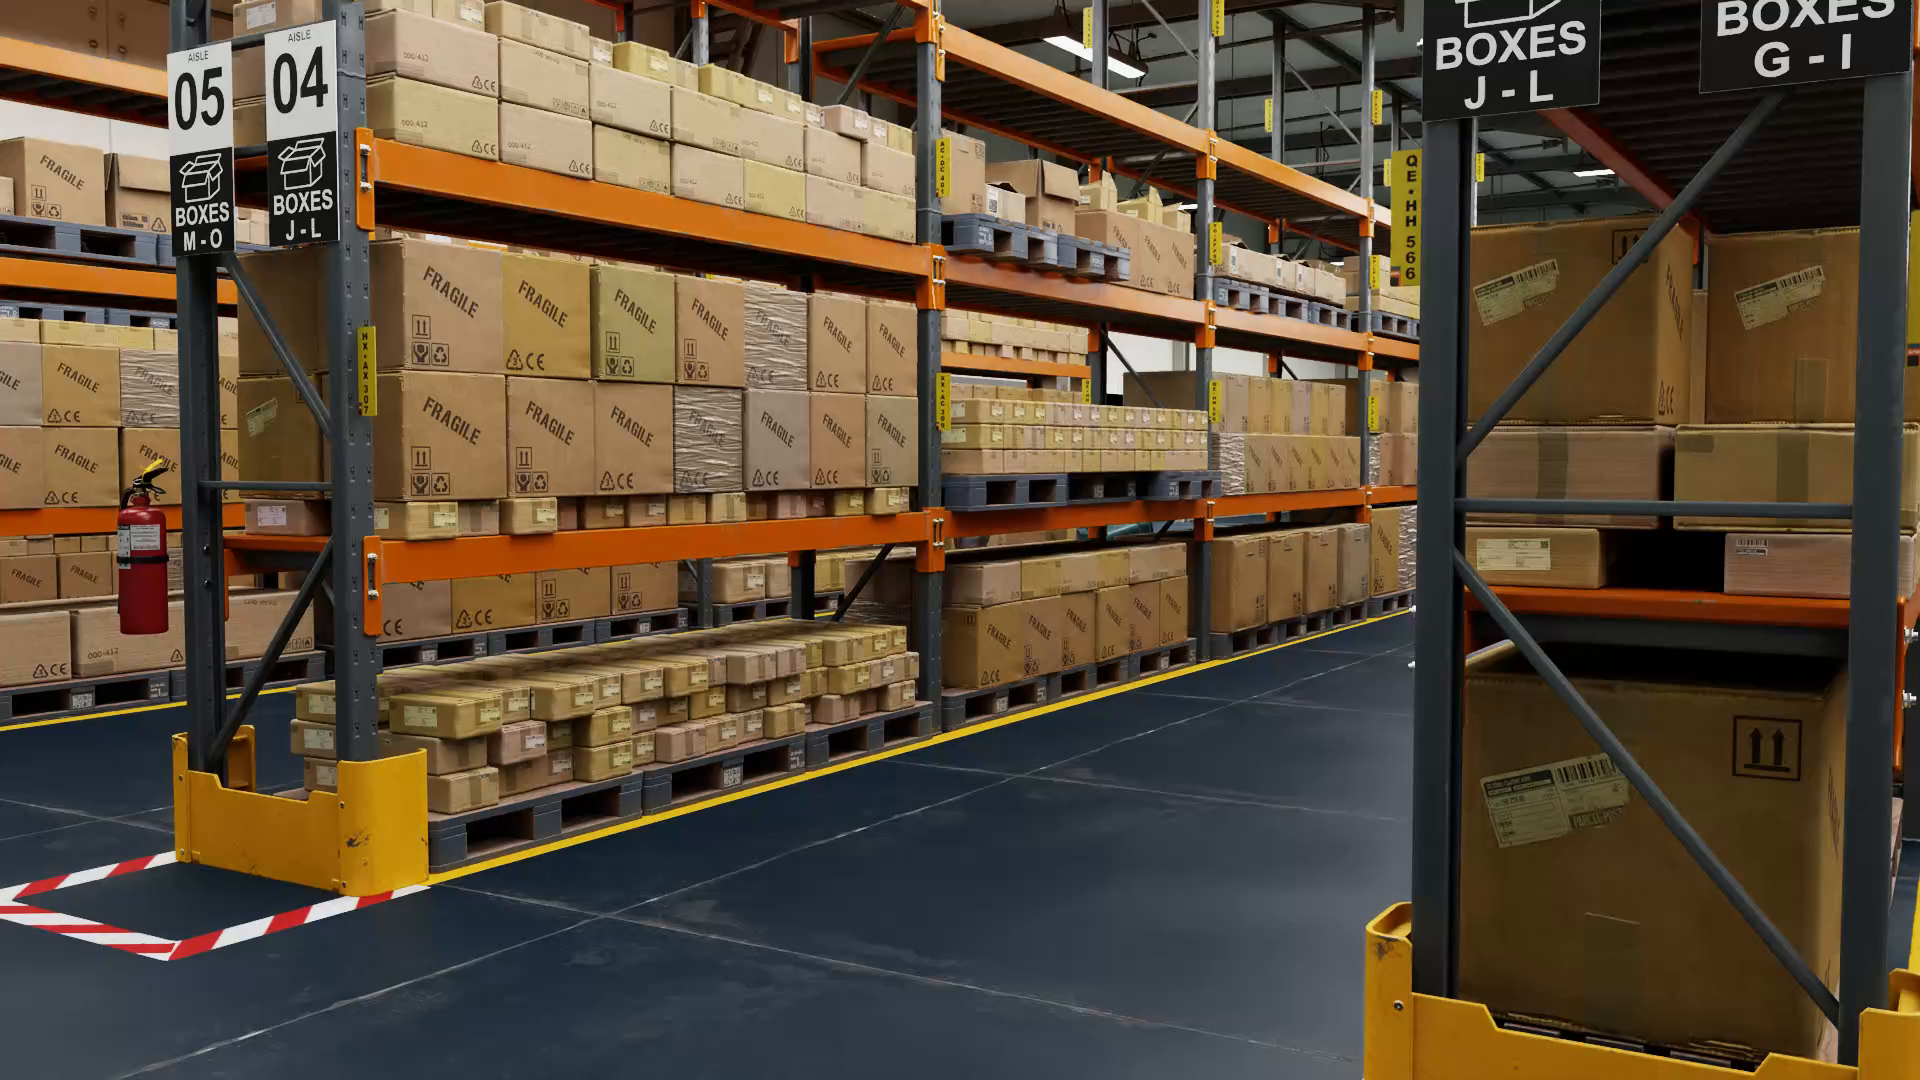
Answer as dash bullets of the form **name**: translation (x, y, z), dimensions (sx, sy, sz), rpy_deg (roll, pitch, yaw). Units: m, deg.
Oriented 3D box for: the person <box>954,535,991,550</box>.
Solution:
- **person**: translation (0.082, -0.083, 16.713), dimensions (0.529, 1.694, 0.568), rpy_deg (2, 3, 31)
